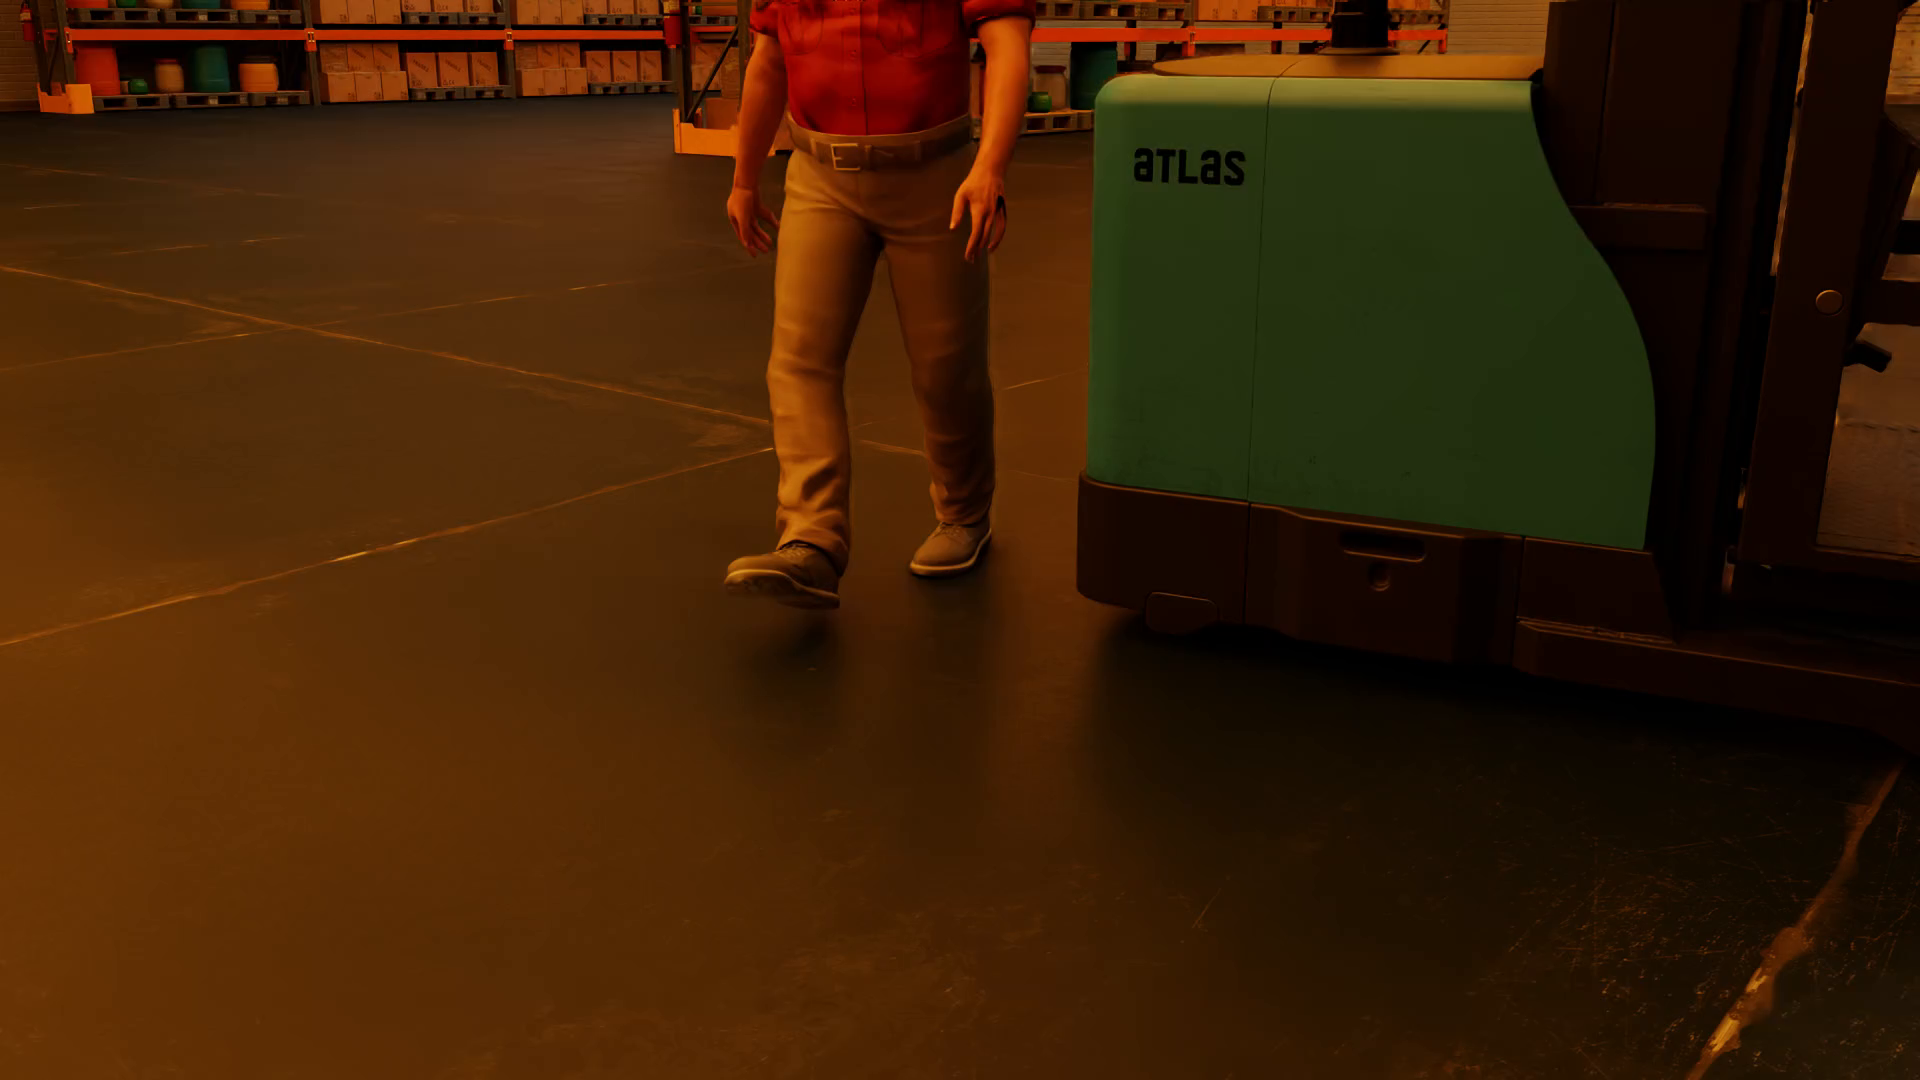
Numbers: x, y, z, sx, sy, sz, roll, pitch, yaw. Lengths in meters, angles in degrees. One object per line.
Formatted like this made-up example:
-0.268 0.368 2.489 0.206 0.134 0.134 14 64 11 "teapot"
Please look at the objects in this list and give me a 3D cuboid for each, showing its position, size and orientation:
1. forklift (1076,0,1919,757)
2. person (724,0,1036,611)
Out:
1.789 -1.160 2.718 3.031 2.935 1.130 8 19 25 "forklift"
-0.214 -0.680 3.304 0.716 1.678 0.925 5 17 14 "person"
